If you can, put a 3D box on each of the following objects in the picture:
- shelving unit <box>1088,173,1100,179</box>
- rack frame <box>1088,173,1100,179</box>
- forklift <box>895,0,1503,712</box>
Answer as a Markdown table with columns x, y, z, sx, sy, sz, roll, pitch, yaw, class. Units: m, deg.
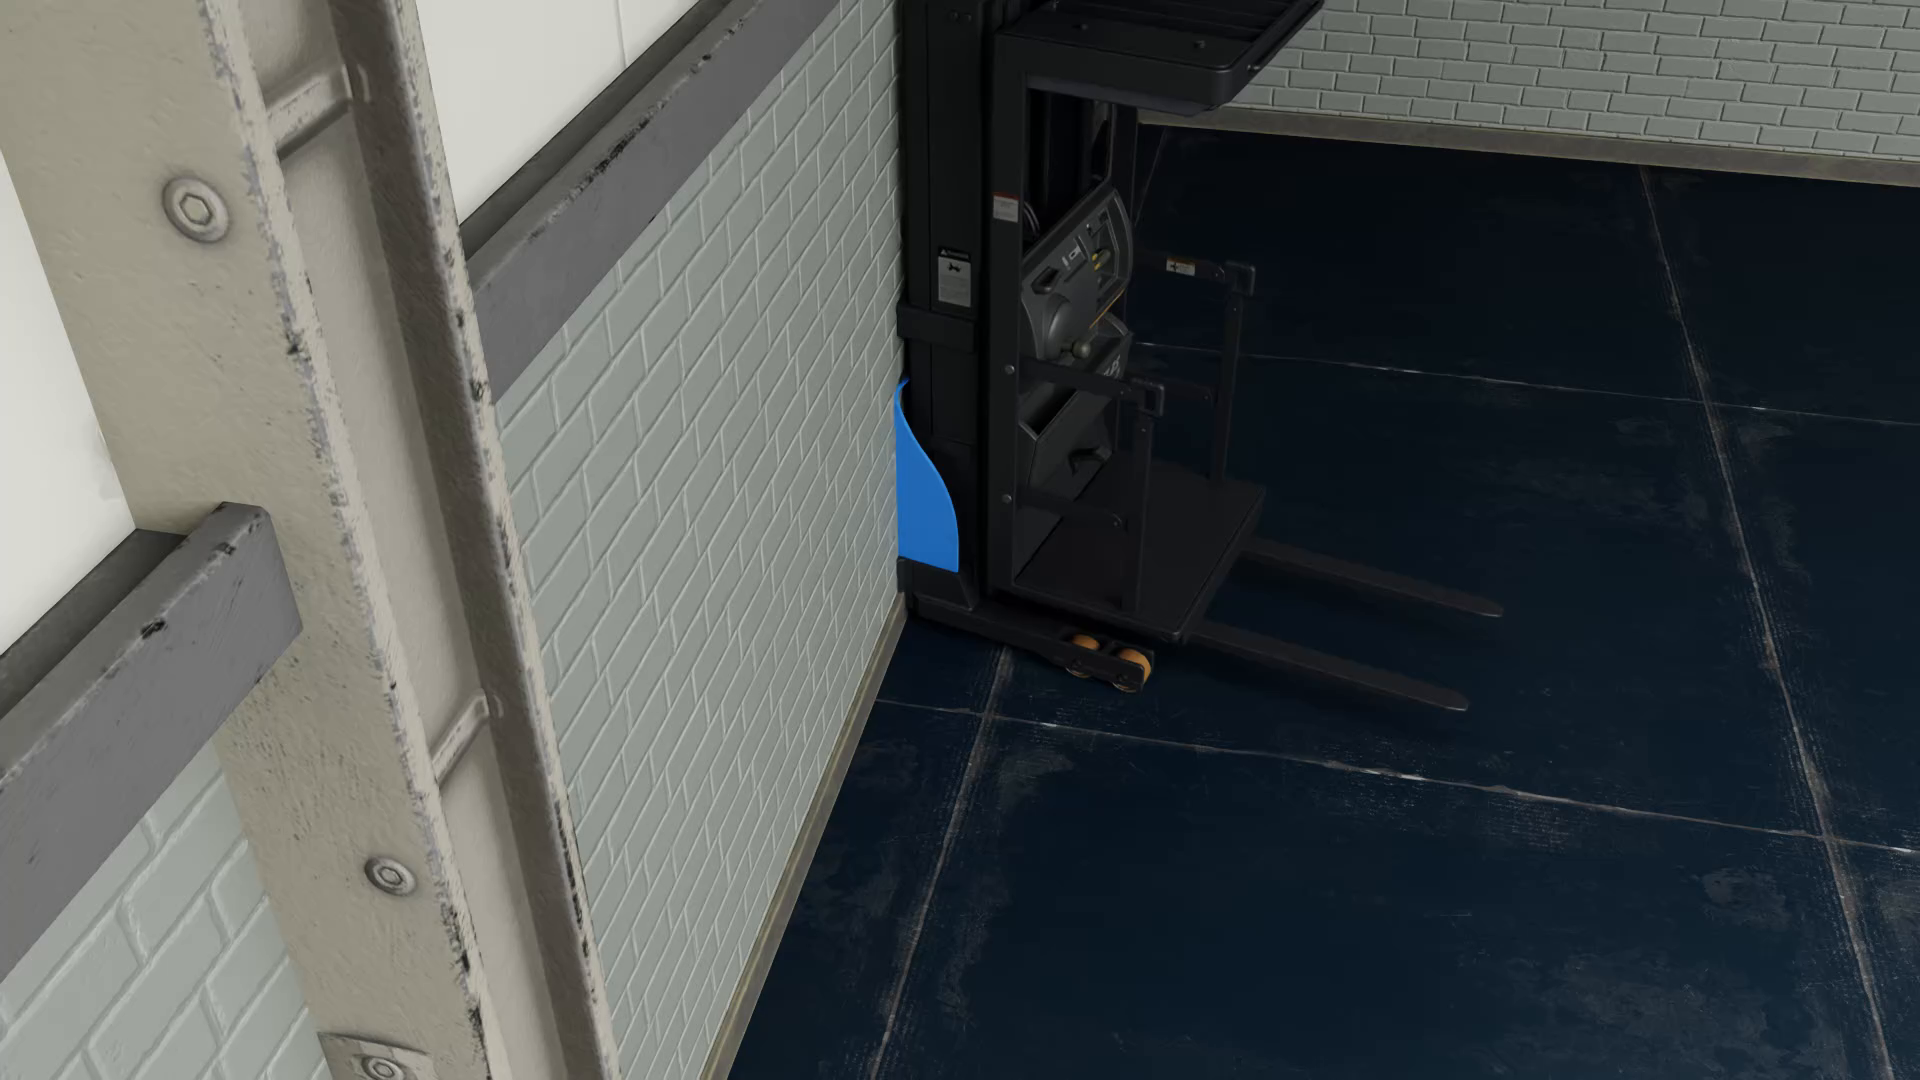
| x | y | z | sx | sy | sz | roll | pitch | yaw | class |
| --- | --- | --- | --- | --- | --- | --- | --- | --- | --- |
| 0.168 | -0.788 | 7.069 | 0.587 | 1.500 | 1.083 | 18 | 39 | 24 | shelving unit |
| 0.427 | -1.049 | 7.433 | 0.500 | 1.500 | 0.032 | 18 | 39 | 24 | rack frame |
| 0.621 | -0.956 | 6.072 | 3.031 | 2.935 | 1.130 | 16 | 39 | 21 | forklift |
